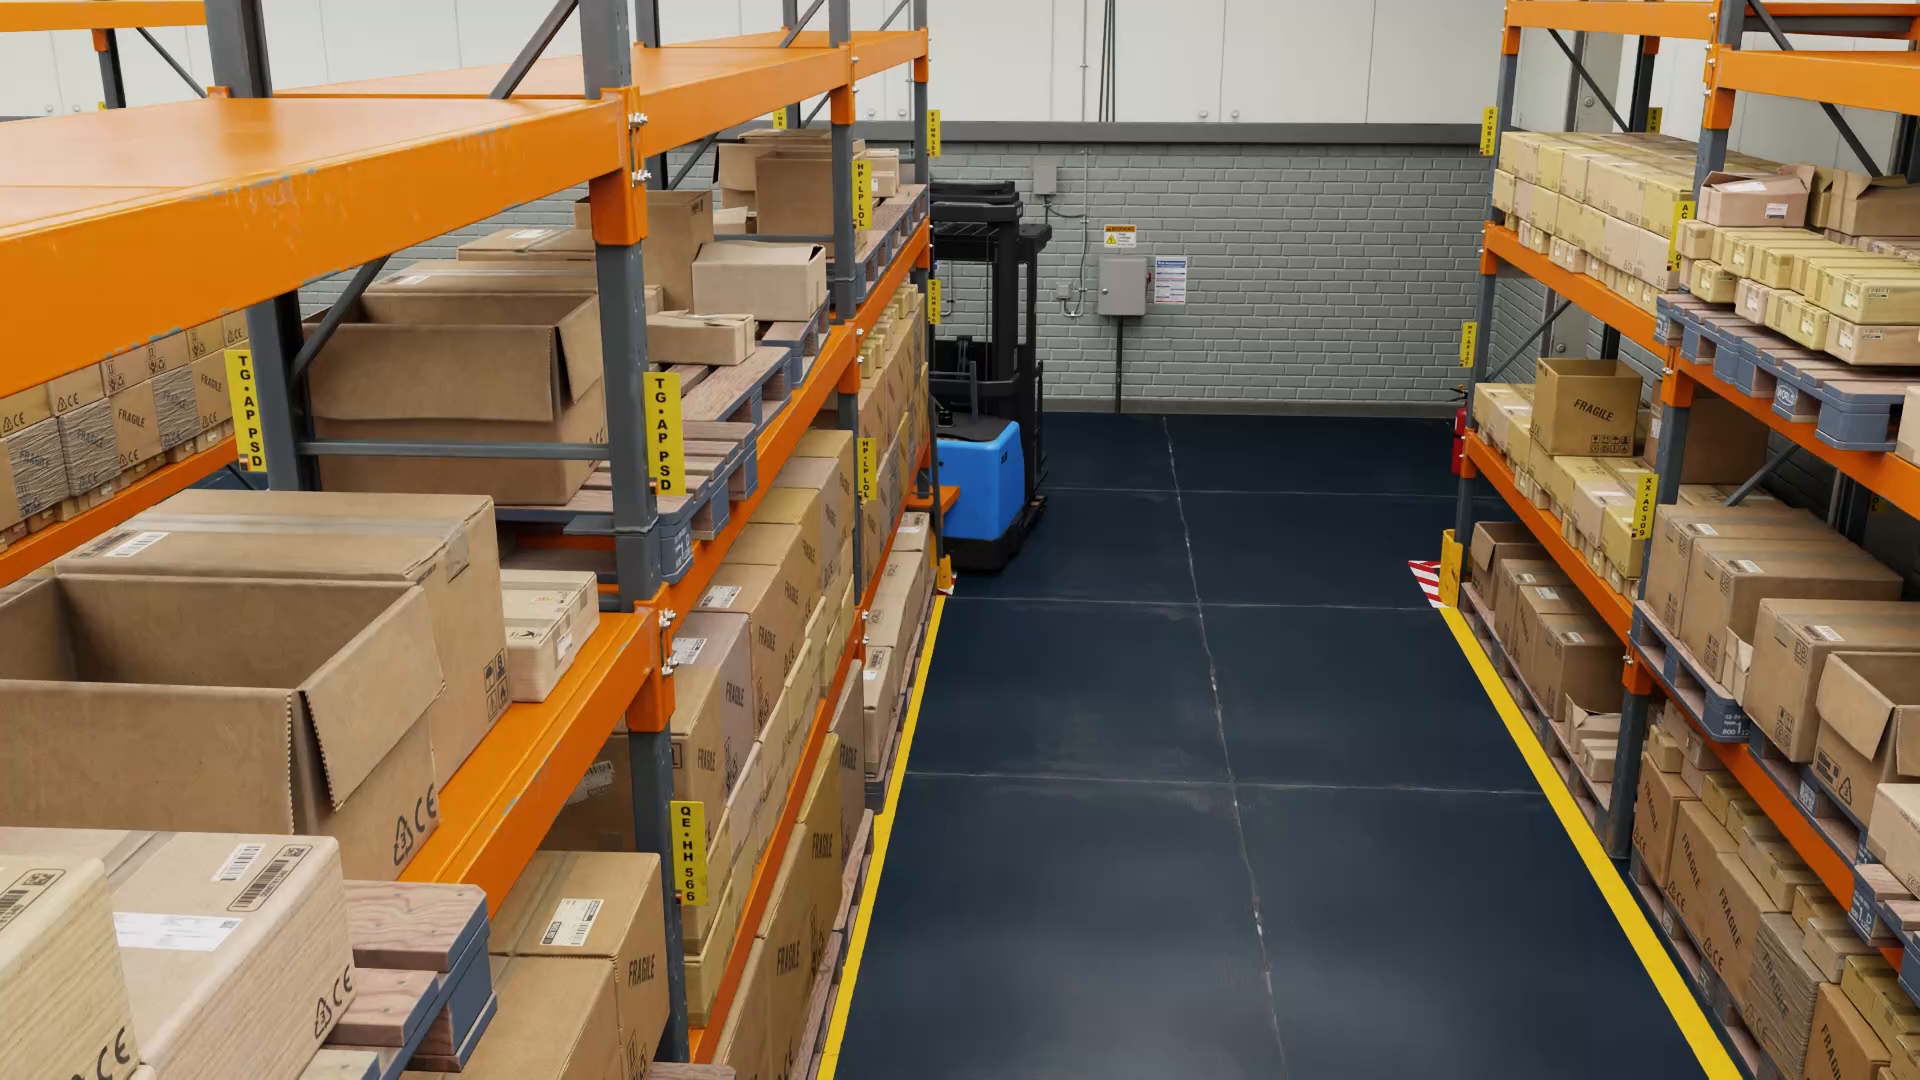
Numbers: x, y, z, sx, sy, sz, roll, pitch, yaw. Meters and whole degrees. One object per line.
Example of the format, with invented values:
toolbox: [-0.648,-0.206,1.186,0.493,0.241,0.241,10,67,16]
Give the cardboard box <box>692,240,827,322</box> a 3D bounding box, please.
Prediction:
cardboard box: [-0.873,-1.160,7.297,0.500,0.311,0.500,1,18,4]

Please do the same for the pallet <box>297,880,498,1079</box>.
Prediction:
pallet: [-1.371,0.781,2.205,1.213,0.211,1.003,1,18,4]

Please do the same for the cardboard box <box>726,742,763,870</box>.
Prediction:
cardboard box: [-0.985,0.908,5.772,0.500,0.250,0.500,2,18,5]

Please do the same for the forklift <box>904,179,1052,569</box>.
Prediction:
forklift: [0.147,-1.584,14.049,1.130,2.935,3.031,4,19,13]

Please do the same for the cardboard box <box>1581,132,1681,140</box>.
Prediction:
cardboard box: [4.466,-2.577,11.113,0.500,0.250,0.500,1,18,2]

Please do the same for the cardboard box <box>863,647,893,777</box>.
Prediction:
cardboard box: [-0.867,0.970,9.586,0.875,0.438,0.875,1,18,3]

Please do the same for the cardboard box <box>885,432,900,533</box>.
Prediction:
cardboard box: [-0.642,-0.353,10.024,0.500,0.500,0.500,1,18,4]

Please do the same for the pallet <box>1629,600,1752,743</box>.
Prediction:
pallet: [3.766,0.591,7.610,1.003,0.211,1.213,1,18,4]

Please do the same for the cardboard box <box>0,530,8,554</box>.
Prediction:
cardboard box: [-5.672,0.022,9.441,0.380,0.149,0.250,2,18,6]

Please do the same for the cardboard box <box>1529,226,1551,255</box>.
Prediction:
cardboard box: [3.804,-1.883,10.437,0.380,0.149,0.250,1,18,4]

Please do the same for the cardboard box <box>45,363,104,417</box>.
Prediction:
cardboard box: [-5.599,-1.050,10.068,0.500,0.500,0.500,2,18,5]

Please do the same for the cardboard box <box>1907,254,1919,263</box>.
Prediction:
cardboard box: [3.949,-1.025,6.506,0.380,0.149,0.250,1,18,2]

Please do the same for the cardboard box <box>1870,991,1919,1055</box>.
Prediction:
cardboard box: [3.544,1.770,6.002,0.380,0.149,0.250,2,18,6]

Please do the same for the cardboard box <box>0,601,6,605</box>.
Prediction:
cardboard box: [-6.184,0.499,10.532,0.380,0.149,0.250,0,18,1]

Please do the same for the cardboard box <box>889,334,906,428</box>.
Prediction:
cardboard box: [-0.614,-0.993,10.369,0.500,0.500,0.500,1,18,4]

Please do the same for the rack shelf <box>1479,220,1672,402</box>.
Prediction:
rack shelf: [4.076,-1.451,9.871,1.077,0.370,4.000,1,18,4]

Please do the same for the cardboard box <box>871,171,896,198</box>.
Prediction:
cardboard box: [-0.625,-2.377,11.112,0.380,0.149,0.250,0,18,0]

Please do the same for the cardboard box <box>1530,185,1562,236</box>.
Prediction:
cardboard box: [3.850,-2.035,10.262,0.500,0.250,0.500,1,18,2]

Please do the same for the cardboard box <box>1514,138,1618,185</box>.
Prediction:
cardboard box: [3.881,-2.432,10.669,0.500,0.250,0.500,1,18,4]

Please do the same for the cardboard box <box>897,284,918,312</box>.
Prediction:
cardboard box: [-0.487,-1.651,11.337,0.380,0.149,0.250,1,18,3]

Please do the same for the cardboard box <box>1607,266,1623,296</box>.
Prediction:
cardboard box: [3.734,-1.406,8.981,0.380,0.149,0.250,1,18,4]

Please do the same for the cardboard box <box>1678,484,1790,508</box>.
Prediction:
cardboard box: [4.266,-0.120,9.234,0.500,0.250,0.500,1,18,3]

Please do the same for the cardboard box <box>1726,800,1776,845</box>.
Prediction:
cardboard box: [3.685,1.293,7.459,0.380,0.149,0.250,1,18,3]

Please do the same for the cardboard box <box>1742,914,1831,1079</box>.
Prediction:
cardboard box: [3.561,1.869,6.742,0.500,0.500,0.500,1,18,2]

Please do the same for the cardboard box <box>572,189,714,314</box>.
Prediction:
cardboard box: [-1.371,-1.261,7.301,0.500,0.500,0.500,1,18,3]

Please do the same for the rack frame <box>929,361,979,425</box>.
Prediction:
rack frame: [-0.084,-0.713,13.352,0.500,1.500,0.032,4,22,17]

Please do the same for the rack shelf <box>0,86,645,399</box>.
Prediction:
rack shelf: [-1.449,-0.311,2.218,1.077,0.370,4.000,1,18,4]

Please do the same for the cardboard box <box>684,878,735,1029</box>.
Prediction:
cardboard box: [-1.020,1.312,5.343,0.500,0.250,0.500,1,18,3]

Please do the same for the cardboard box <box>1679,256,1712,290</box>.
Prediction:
cardboard box: [3.514,-1.215,7.565,0.380,0.149,0.250,2,18,5]

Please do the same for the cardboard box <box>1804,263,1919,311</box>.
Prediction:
cardboard box: [3.449,-0.956,6.296,0.380,0.149,0.250,1,18,4]

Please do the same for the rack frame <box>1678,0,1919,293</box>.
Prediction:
rack frame: [3.932,-2.597,7.396,1.000,3.000,0.127,1,18,4]

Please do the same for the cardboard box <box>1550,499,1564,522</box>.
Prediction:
cardboard box: [3.832,-0.210,10.150,0.380,0.149,0.250,1,18,4]

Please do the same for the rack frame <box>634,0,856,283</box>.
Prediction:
rack frame: [-1.019,-2.706,7.731,1.000,3.000,0.127,1,18,4]

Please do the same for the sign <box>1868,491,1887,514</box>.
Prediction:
sign: [4.486,-0.285,8.115,0.100,0.325,0.005,1,18,4]

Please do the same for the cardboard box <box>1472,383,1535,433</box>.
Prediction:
cardboard box: [3.918,-0.923,11.687,0.500,0.250,0.500,1,18,4]

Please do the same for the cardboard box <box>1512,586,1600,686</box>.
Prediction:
cardboard box: [3.843,0.615,10.570,0.500,0.500,0.500,2,18,5]

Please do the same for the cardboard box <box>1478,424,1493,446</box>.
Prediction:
cardboard box: [3.922,-0.773,11.868,0.380,0.149,0.250,1,18,3]

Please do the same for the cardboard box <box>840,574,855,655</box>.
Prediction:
cardboard box: [-0.800,0.361,8.246,0.500,0.250,0.500,1,18,3]

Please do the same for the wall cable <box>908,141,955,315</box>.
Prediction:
wall cable: [-0.351,-3.347,17.639,0.585,1.953,0.123,1,18,4]

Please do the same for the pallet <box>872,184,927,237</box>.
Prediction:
pallet: [-0.775,-2.250,11.299,1.003,0.211,1.213,1,18,4]

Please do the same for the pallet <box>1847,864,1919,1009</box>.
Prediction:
pallet: [3.624,1.376,5.216,1.213,0.211,1.003,1,18,4]

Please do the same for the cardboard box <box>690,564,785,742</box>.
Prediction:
cardboard box: [-0.948,0.402,6.113,0.500,0.500,0.500,2,18,5]

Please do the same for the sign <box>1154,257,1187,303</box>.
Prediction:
sign: [2.241,-2.766,17.698,0.329,0.494,0.001,1,18,4]

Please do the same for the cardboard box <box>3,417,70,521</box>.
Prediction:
cardboard box: [-5.648,-0.426,9.766,0.500,0.500,0.500,1,18,4]

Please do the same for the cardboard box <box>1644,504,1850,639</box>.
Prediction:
cardboard box: [3.674,0.152,7.806,0.700,0.500,0.500,2,18,5]

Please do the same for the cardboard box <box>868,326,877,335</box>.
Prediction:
cardboard box: [-0.696,-1.176,9.888,0.380,0.149,0.250,1,18,4]

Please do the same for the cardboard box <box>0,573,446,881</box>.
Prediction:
cardboard box: [-1.387,0.387,2.943,0.797,0.503,0.637,1,18,4]

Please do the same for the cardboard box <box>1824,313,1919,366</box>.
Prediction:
cardboard box: [3.429,-0.737,6.106,0.380,0.149,0.250,2,18,5]

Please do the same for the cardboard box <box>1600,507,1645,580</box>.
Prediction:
cardboard box: [3.725,0.020,8.806,0.500,0.250,0.500,2,18,5]

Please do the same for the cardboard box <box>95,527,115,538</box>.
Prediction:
cardboard box: [-6.099,0.014,12.010,0.380,0.149,0.250,1,18,4]

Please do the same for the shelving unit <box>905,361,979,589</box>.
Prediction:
shelving unit: [-0.235,-0.535,12.910,0.587,1.500,1.083,4,22,17]

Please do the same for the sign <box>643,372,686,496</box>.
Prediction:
sign: [-0.765,-0.272,4.287,0.100,0.325,0.005,1,18,4]

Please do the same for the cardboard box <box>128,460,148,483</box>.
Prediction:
cardboard box: [-5.601,-0.469,10.941,0.380,0.149,0.250,2,18,5]

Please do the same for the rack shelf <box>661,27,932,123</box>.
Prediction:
rack shelf: [-0.876,-2.796,9.801,1.077,0.370,4.000,1,18,4]
